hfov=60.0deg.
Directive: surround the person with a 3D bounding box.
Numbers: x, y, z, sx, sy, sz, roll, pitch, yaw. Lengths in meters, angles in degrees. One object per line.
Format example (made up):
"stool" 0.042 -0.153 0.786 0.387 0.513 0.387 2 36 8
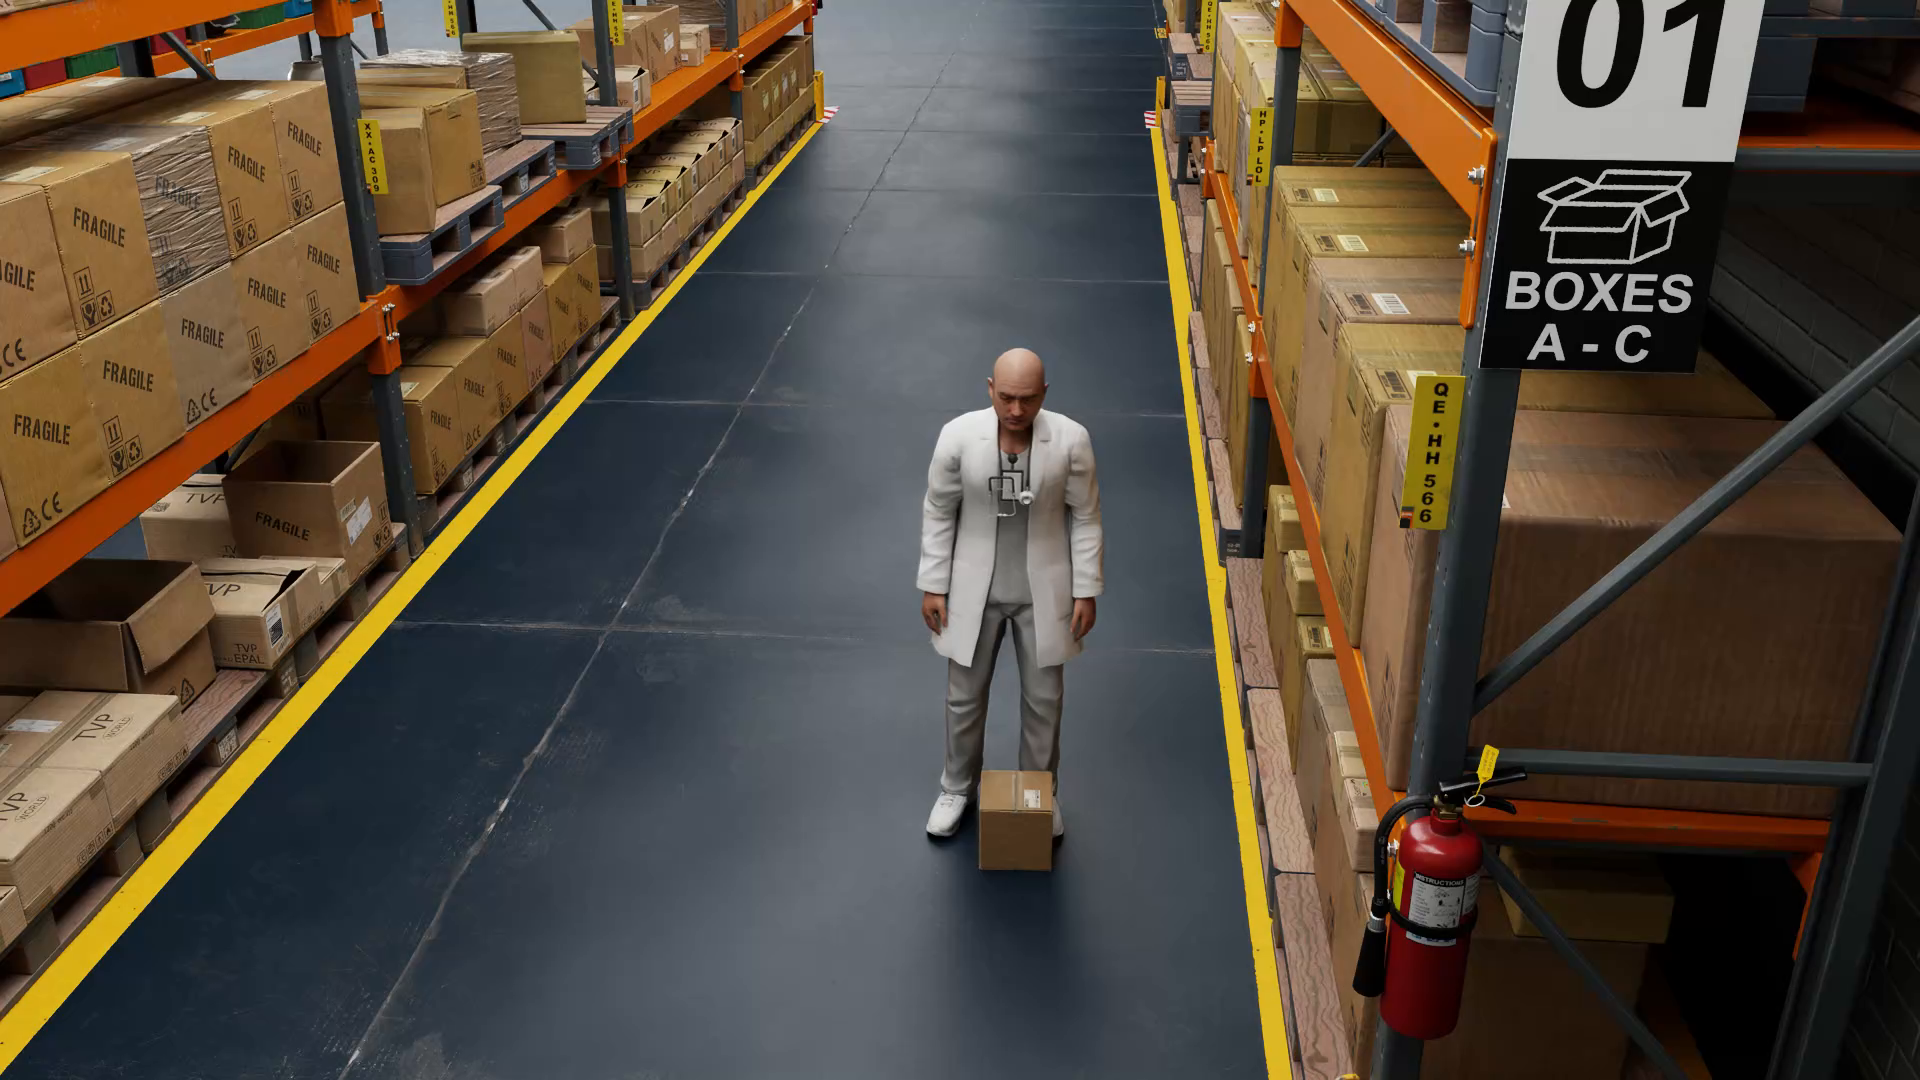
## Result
"person" 0.173 0.184 5.711 0.643 1.774 0.426 1 24 3
